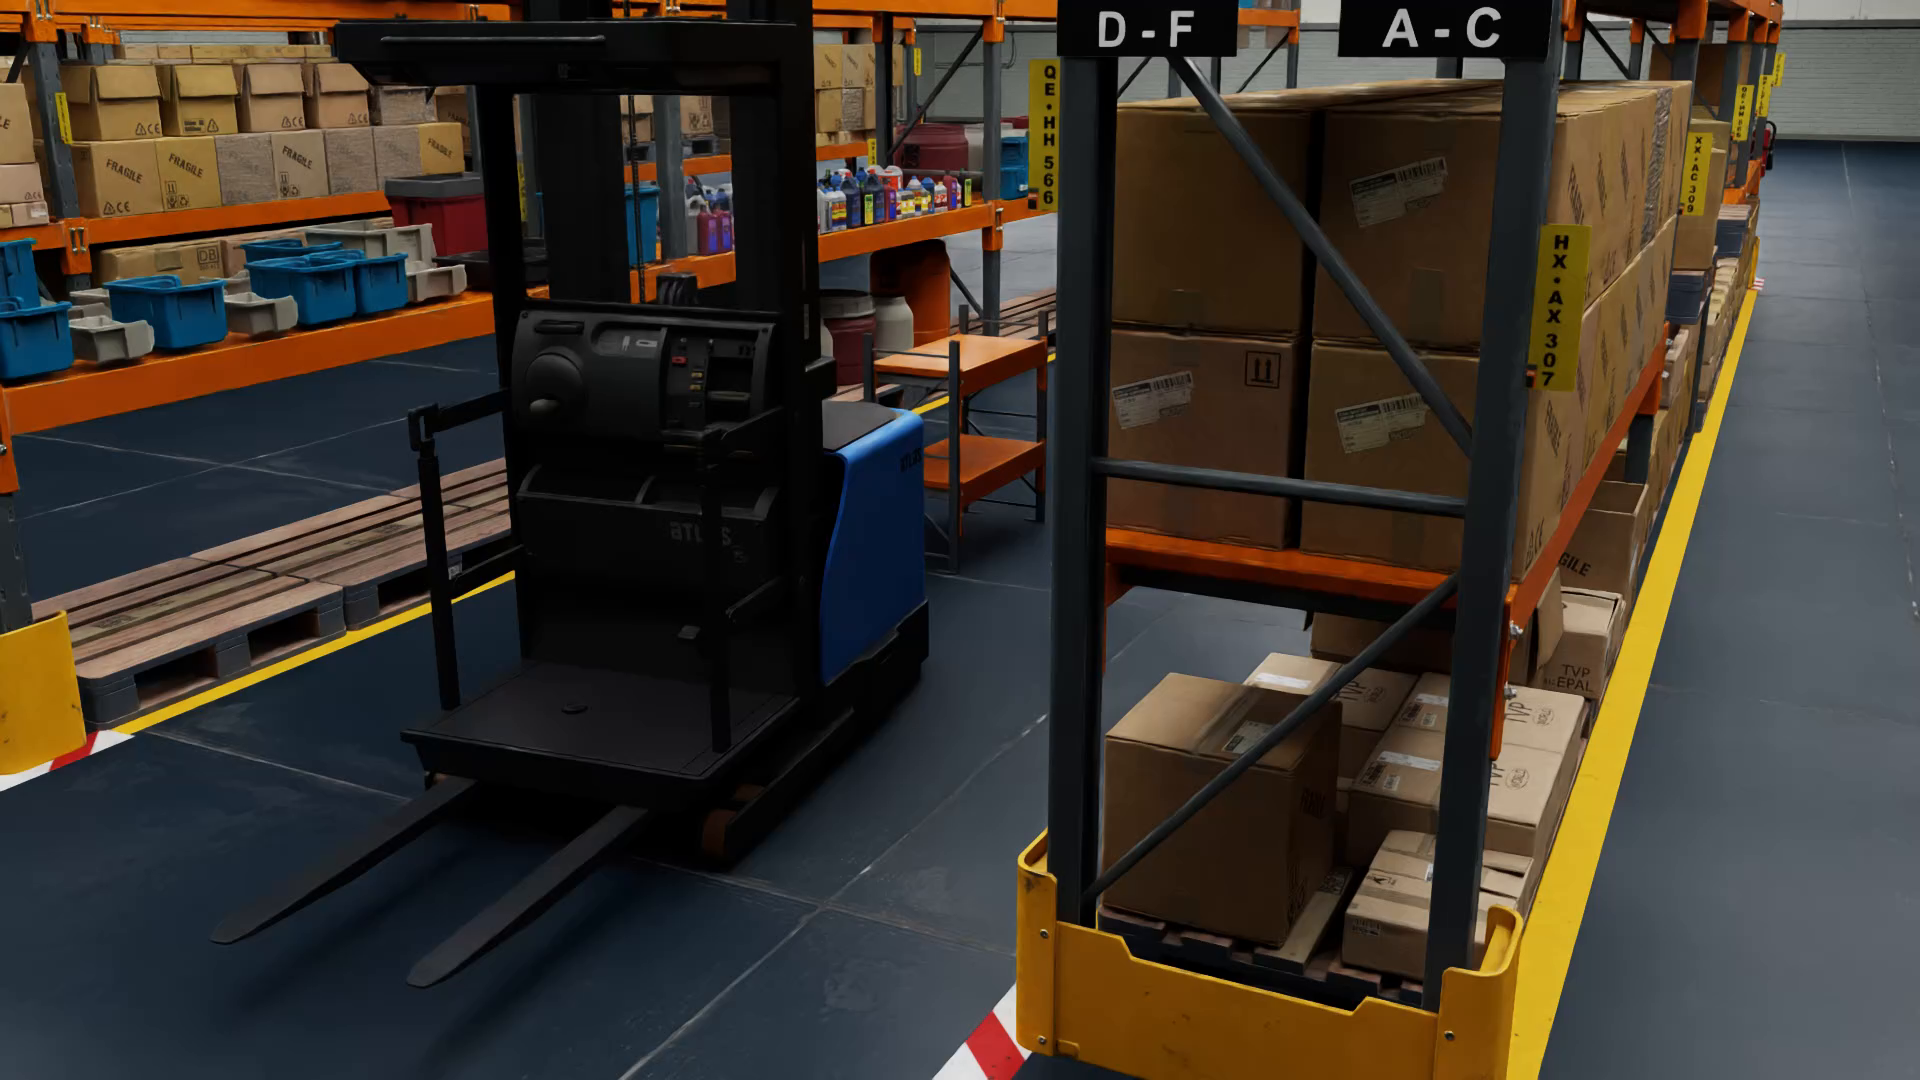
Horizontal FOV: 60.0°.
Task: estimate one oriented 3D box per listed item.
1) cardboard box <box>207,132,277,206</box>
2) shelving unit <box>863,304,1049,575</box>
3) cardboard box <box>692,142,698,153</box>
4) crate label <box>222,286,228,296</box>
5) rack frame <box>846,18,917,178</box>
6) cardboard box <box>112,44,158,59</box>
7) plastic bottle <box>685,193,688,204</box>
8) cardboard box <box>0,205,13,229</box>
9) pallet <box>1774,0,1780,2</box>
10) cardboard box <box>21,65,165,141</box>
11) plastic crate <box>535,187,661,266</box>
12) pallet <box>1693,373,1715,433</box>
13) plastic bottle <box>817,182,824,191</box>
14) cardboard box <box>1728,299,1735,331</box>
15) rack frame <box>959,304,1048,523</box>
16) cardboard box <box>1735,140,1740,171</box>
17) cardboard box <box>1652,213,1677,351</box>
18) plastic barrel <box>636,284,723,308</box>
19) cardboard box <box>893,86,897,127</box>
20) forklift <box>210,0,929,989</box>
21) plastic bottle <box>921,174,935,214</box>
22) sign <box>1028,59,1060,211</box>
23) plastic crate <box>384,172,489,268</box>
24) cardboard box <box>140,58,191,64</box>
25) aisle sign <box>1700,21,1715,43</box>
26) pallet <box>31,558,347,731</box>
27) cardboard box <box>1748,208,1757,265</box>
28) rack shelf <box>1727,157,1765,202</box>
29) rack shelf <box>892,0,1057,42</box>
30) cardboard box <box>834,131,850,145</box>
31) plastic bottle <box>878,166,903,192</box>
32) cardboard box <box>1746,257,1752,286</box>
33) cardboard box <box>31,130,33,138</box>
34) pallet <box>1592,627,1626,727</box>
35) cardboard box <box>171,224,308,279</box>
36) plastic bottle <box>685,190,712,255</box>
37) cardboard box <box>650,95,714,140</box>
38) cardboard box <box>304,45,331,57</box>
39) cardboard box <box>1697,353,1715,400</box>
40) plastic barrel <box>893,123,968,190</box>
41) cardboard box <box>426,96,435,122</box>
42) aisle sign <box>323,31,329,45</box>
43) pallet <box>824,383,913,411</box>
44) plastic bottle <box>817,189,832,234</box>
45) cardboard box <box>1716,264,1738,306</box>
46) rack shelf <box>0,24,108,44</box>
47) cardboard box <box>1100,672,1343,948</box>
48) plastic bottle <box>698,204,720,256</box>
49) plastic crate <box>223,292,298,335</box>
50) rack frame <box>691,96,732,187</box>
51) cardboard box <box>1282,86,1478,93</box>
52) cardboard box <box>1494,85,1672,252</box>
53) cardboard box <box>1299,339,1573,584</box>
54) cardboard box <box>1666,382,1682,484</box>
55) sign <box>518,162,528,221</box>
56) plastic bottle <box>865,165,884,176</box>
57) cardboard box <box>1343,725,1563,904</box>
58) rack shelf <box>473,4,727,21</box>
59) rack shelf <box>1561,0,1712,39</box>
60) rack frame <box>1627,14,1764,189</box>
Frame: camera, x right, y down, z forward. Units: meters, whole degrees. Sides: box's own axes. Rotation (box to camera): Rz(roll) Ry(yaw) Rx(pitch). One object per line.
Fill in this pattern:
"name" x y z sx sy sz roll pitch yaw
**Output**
"cardboard box" -5.511 -2.778 12.433 0.500 0.500 0.500 8 18 24
"shelving unit" -0.003 -0.537 8.358 0.538 1.125 1.048 8 18 25
"cardboard box" -2.980 -4.399 18.506 0.380 0.149 0.250 8 18 25
"crate label" -3.296 -1.019 7.045 0.396 0.136 0.243 8 18 25
"rack frame" -1.025 -5.446 21.591 1.000 3.000 0.127 8 18 25
"cardboard box" -11.288 -6.442 22.491 0.700 0.500 0.500 8 18 25
"plastic bottle" -1.710 -1.993 10.052 0.144 0.351 0.185 8 18 25
"cardboard box" -6.346 -2.084 10.712 0.380 0.149 0.250 8 19 26
"pallet" 7.496 -5.403 16.334 1.003 0.211 1.213 8 18 25
"cardboard box" -6.110 -3.082 11.694 0.797 0.503 0.637 8 18 24
"plastic crate" -1.860 -1.618 8.625 0.392 0.384 0.575 8 18 25
"pallet" 4.663 -1.015 11.570 1.003 0.211 1.213 8 18 25
"plastic bottle" -0.994 -2.436 11.805 0.097 0.201 0.097 0 17 0
"cardboard box" 6.122 -1.906 13.766 0.500 0.250 0.500 8 18 25
"rack frame" 0.224 -0.667 8.794 0.500 1.125 0.032 8 18 25
"cardboard box" 6.926 -3.720 15.606 0.700 0.500 0.500 9 19 27
"cardboard box" 2.479 -1.016 6.500 0.500 0.500 0.500 8 19 26
"plastic barrel" -1.698 -1.091 9.876 0.600 0.901 0.708 8 18 25
"cardboard box" -1.296 -5.500 21.074 0.875 0.500 0.500 8 18 25
"forklift" -1.105 -0.536 5.181 1.130 2.935 3.031 6 18 19
"plastic bottle" -0.226 -2.423 11.641 0.097 0.271 0.097 0 17 0
"sign" 0.198 -0.891 3.668 0.100 0.325 0.005 8 18 25
"plastic crate" -2.580 -1.623 8.502 0.402 0.464 0.583 8 18 25
"cardboard box" -8.558 -4.834 17.600 0.700 0.500 0.500 8 18 25
"aisle sign" 7.591 -5.486 17.162 0.394 0.787 0.004 8 18 25
"pallet" -3.341 0.392 6.835 1.003 0.211 1.213 8 18 25
"cardboard box" 7.203 -2.869 15.690 0.500 0.500 0.500 8 18 25
"rack shelf" 6.941 -3.330 15.731 1.077 0.370 4.000 8 18 25
"rack shelf" 0.724 -4.380 13.999 1.077 0.370 4.000 8 18 25
"cardboard box" -1.544 -4.831 19.962 0.380 0.149 0.250 8 18 25
"plastic bottle" -0.516 -2.630 12.328 0.152 0.276 0.135 8 18 25
"cardboard box" 7.425 -2.637 16.226 0.500 0.250 0.500 8 18 25
"cardboard box" -9.029 -3.833 15.864 0.380 0.149 0.250 8 19 26
"pallet" 2.165 0.384 6.862 1.003 0.211 1.213 8 18 25
"cardboard box" -5.721 -1.965 12.866 1.225 0.875 0.875 7 18 23
"plastic bottle" -1.491 -1.794 9.383 0.144 0.351 0.185 8 18 25
"cardboard box" -3.293 -4.731 17.394 1.000 1.000 1.000 8 18 26
"cardboard box" -9.924 -7.218 25.105 0.700 0.500 0.500 8 18 24
"cardboard box" 4.757 -1.126 11.139 0.500 0.250 0.500 8 18 25
"plastic barrel" -0.233 -3.000 13.117 0.600 0.536 0.708 8 18 25
"cardboard box" -7.051 -5.251 20.672 0.875 0.550 0.550 8 18 25
"aisle sign" -9.604 -7.932 25.394 0.394 0.787 0.004 8 18 25
"pallet" -1.031 -0.925 11.269 1.003 0.211 1.213 8 18 25
"plastic bottle" -0.892 -2.064 10.422 0.152 0.276 0.135 8 18 25
"cardboard box" 5.896 -2.045 13.247 0.500 0.311 0.500 9 19 27
"rack shelf" -12.572 -6.271 20.365 1.077 0.370 4.000 8 18 25
"cardboard box" 0.708 0.709 4.488 0.500 0.500 0.500 8 18 25
"plastic bottle" -1.411 -1.742 9.326 0.061 0.283 0.133 8 18 25
"plastic crate" -2.819 -0.907 6.669 0.250 0.136 0.298 8 18 25
"rack frame" -2.813 -4.427 18.160 1.000 3.000 0.127 8 18 25
"cardboard box" 1.321 -1.177 5.286 0.500 0.500 0.500 9 19 27
"cardboard box" 2.027 -1.234 5.479 0.500 0.500 0.500 8 18 26
"cardboard box" 1.120 -0.236 3.876 0.500 0.500 0.500 9 19 27
"cardboard box" 3.592 -0.625 8.978 0.500 0.500 0.500 7 18 23
"sign" -2.448 -1.962 9.376 0.100 0.325 0.005 8 18 25
"plastic bottle" -0.652 -2.649 12.393 0.152 0.276 0.135 8 18 25
"cardboard box" 1.406 0.769 4.725 0.500 0.250 0.500 8 18 25
"rack shelf" -3.707 -5.010 16.121 1.077 0.370 4.000 8 18 25
"rack shelf" 1.579 -1.711 5.013 1.077 0.370 4.000 8 18 25
"rack frame" 6.048 -3.166 13.914 1.000 3.000 0.127 8 18 25
